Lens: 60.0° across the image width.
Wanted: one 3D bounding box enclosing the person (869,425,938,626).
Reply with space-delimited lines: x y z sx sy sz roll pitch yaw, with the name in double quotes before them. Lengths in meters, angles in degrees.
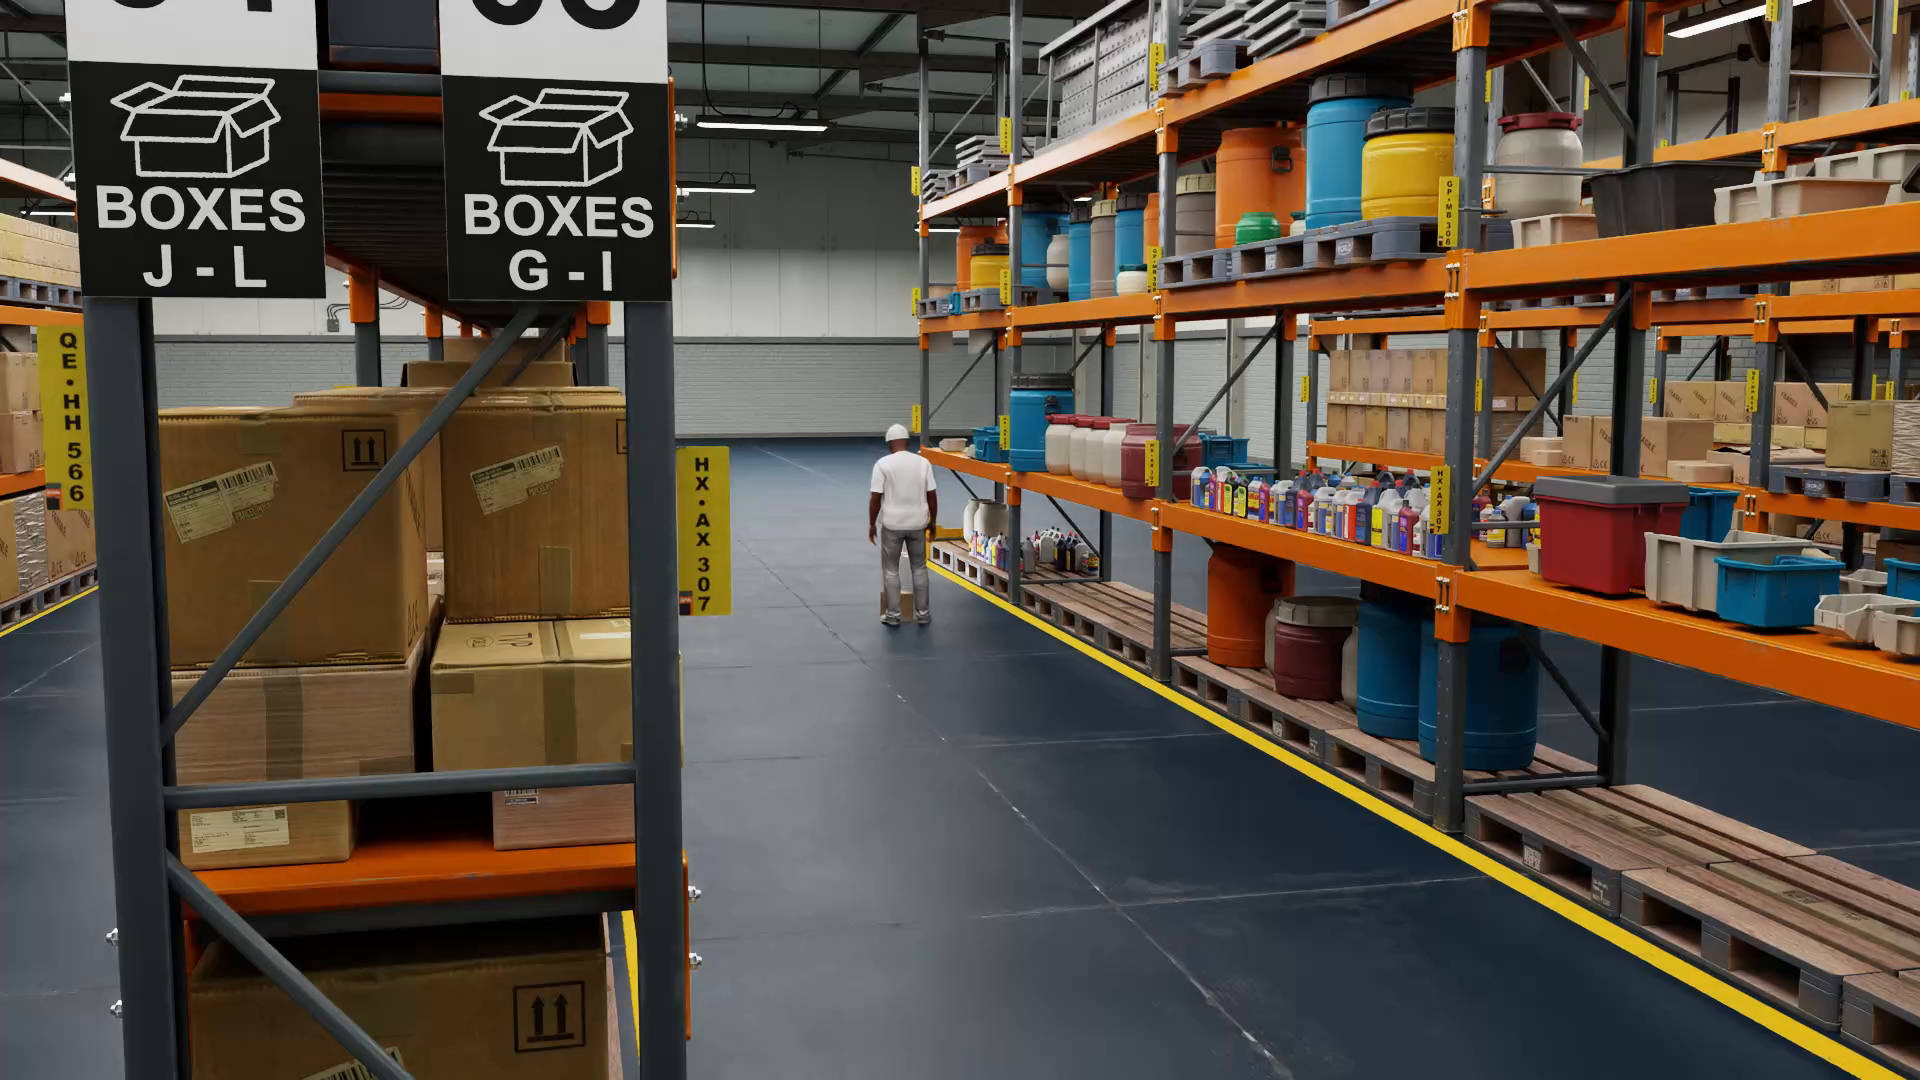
"person" -0.507 -0.133 14.646 0.628 1.755 0.462 -2 6 -17
